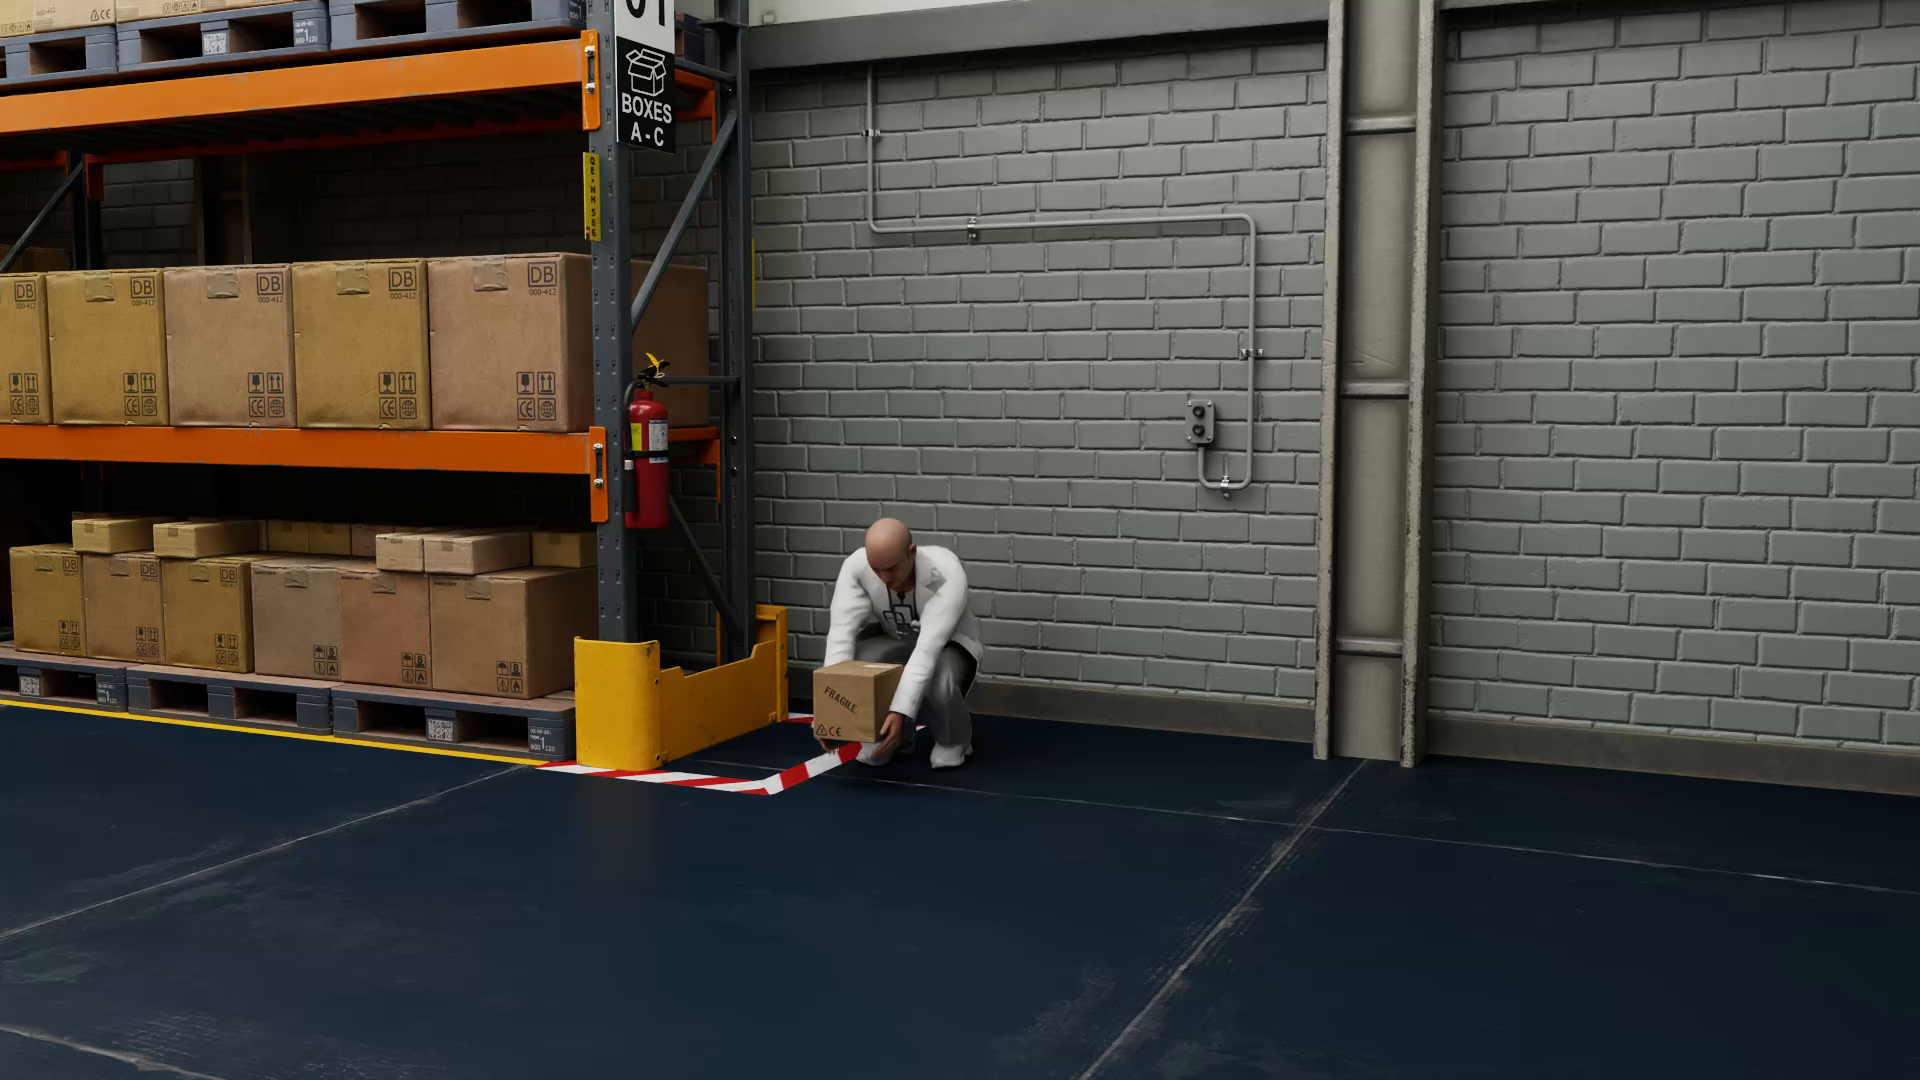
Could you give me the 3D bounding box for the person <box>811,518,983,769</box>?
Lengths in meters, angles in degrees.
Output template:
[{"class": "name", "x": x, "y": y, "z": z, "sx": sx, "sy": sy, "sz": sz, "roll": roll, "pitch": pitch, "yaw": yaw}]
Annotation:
[{"class": "person", "x": -0.224, "y": 0.403, "z": 6.448, "sx": 0.581, "sy": 0.988, "sz": 0.920, "roll": 2, "pitch": 6, "yaw": 23}]
